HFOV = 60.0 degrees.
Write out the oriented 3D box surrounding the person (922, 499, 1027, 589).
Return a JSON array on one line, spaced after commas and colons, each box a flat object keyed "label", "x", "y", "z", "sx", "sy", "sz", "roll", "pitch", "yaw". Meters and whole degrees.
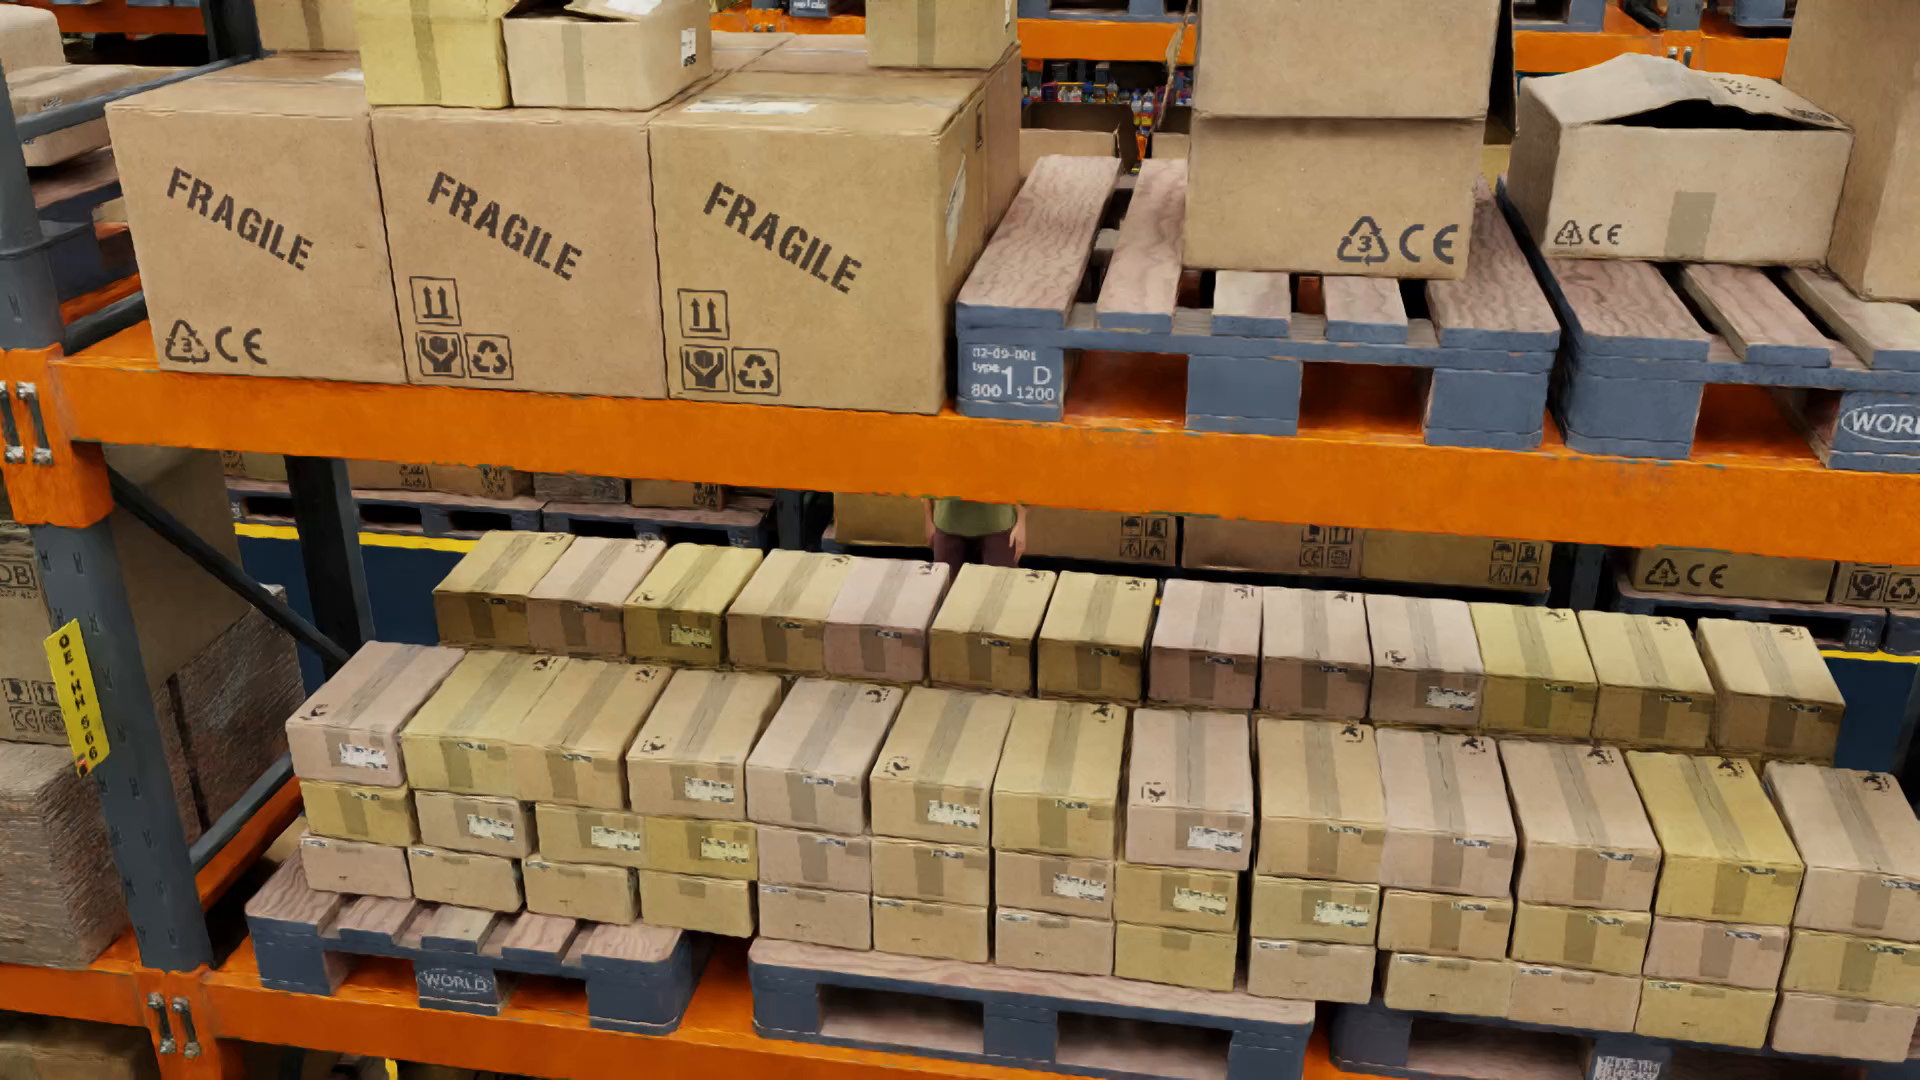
[{"label": "person", "x": 0.052, "y": -0.042, "z": 7.159, "sx": 0.481, "sy": 1.669, "sz": 0.383, "roll": 3, "pitch": 25, "yaw": 7}]
